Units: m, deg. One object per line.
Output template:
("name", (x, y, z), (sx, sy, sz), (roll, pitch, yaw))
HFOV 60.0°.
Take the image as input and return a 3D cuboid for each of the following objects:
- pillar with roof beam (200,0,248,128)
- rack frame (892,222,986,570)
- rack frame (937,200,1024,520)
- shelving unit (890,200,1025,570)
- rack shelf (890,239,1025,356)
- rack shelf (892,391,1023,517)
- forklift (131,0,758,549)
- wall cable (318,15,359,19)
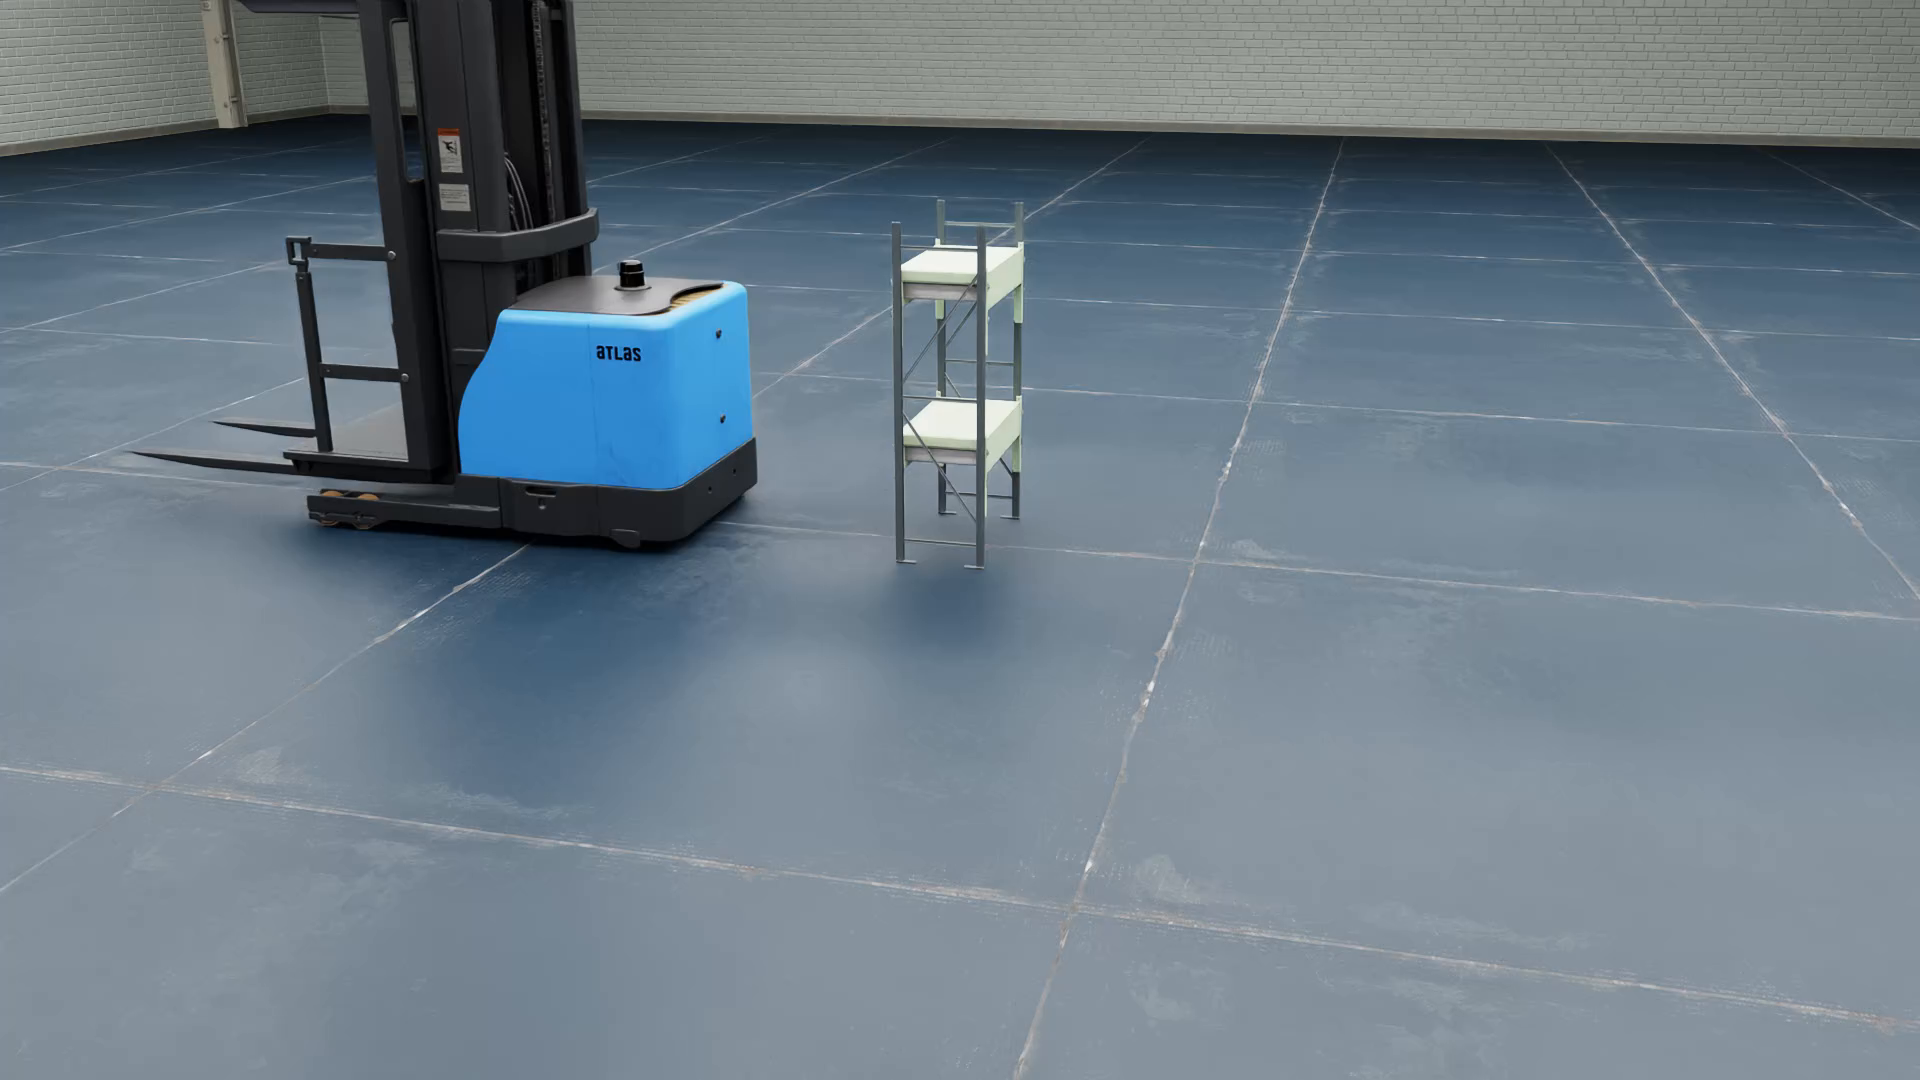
("pillar with roof beam", (-8.138, -10.911, 25.709), (9.100, 9.000, 0.400), (5, 19, 13))
("rack frame", (-0.088, -0.597, 7.115), (0.400, 1.500, 0.023), (5, 19, 13))
("rack frame", (0.091, -0.827, 7.787), (0.400, 1.500, 0.023), (5, 19, 13))
("shelving unit", (0.002, -0.712, 7.451), (0.431, 1.500, 0.755), (5, 19, 13))
("rack shelf", (0.002, -1.081, 7.325), (0.431, 0.370, 0.720), (5, 19, 13))
("rack shelf", (0.002, -0.403, 7.557), (0.431, 0.370, 0.720), (5, 19, 13))
("forklift", (-2.586, -1.594, 7.819), (3.031, 2.935, 1.130), (5, 19, 14))
("wall cable", (-10.310, -10.600, 29.604), (3.097, 2.526, 0.112), (5, 19, 13))
